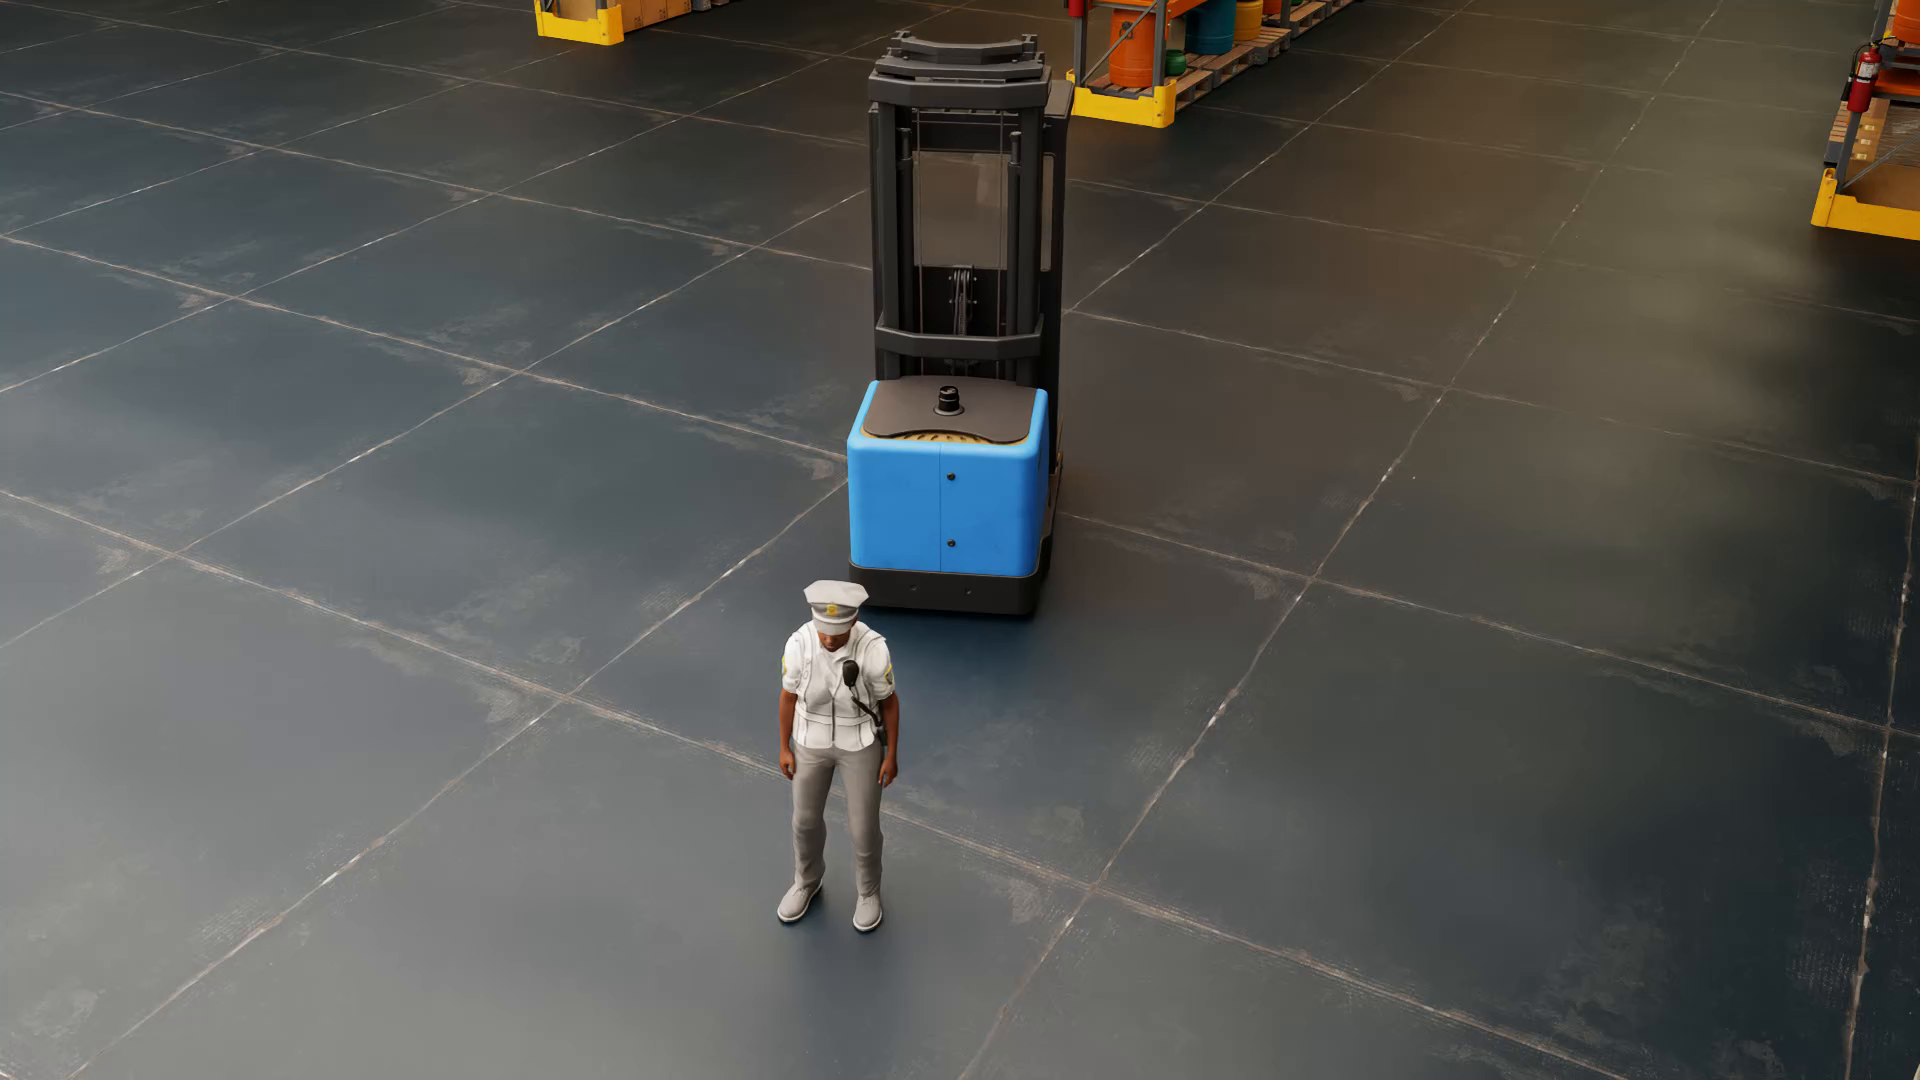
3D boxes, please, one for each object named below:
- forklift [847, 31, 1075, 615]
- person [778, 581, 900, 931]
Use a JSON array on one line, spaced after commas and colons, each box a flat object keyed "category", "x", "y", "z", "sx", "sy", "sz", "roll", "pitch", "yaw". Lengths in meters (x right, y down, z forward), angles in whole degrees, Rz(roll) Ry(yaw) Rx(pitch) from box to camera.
[{"category": "forklift", "x": 0.072, "y": -1.572, "z": 9.794, "sx": 1.130, "sy": 2.935, "sz": 3.031, "roll": 3, "pitch": 30, "yaw": 6}, {"category": "person", "x": -0.513, "y": 0.865, "z": 6.846, "sx": 0.530, "sy": 1.659, "sz": 0.398, "roll": 4, "pitch": 30, "yaw": 6}]
